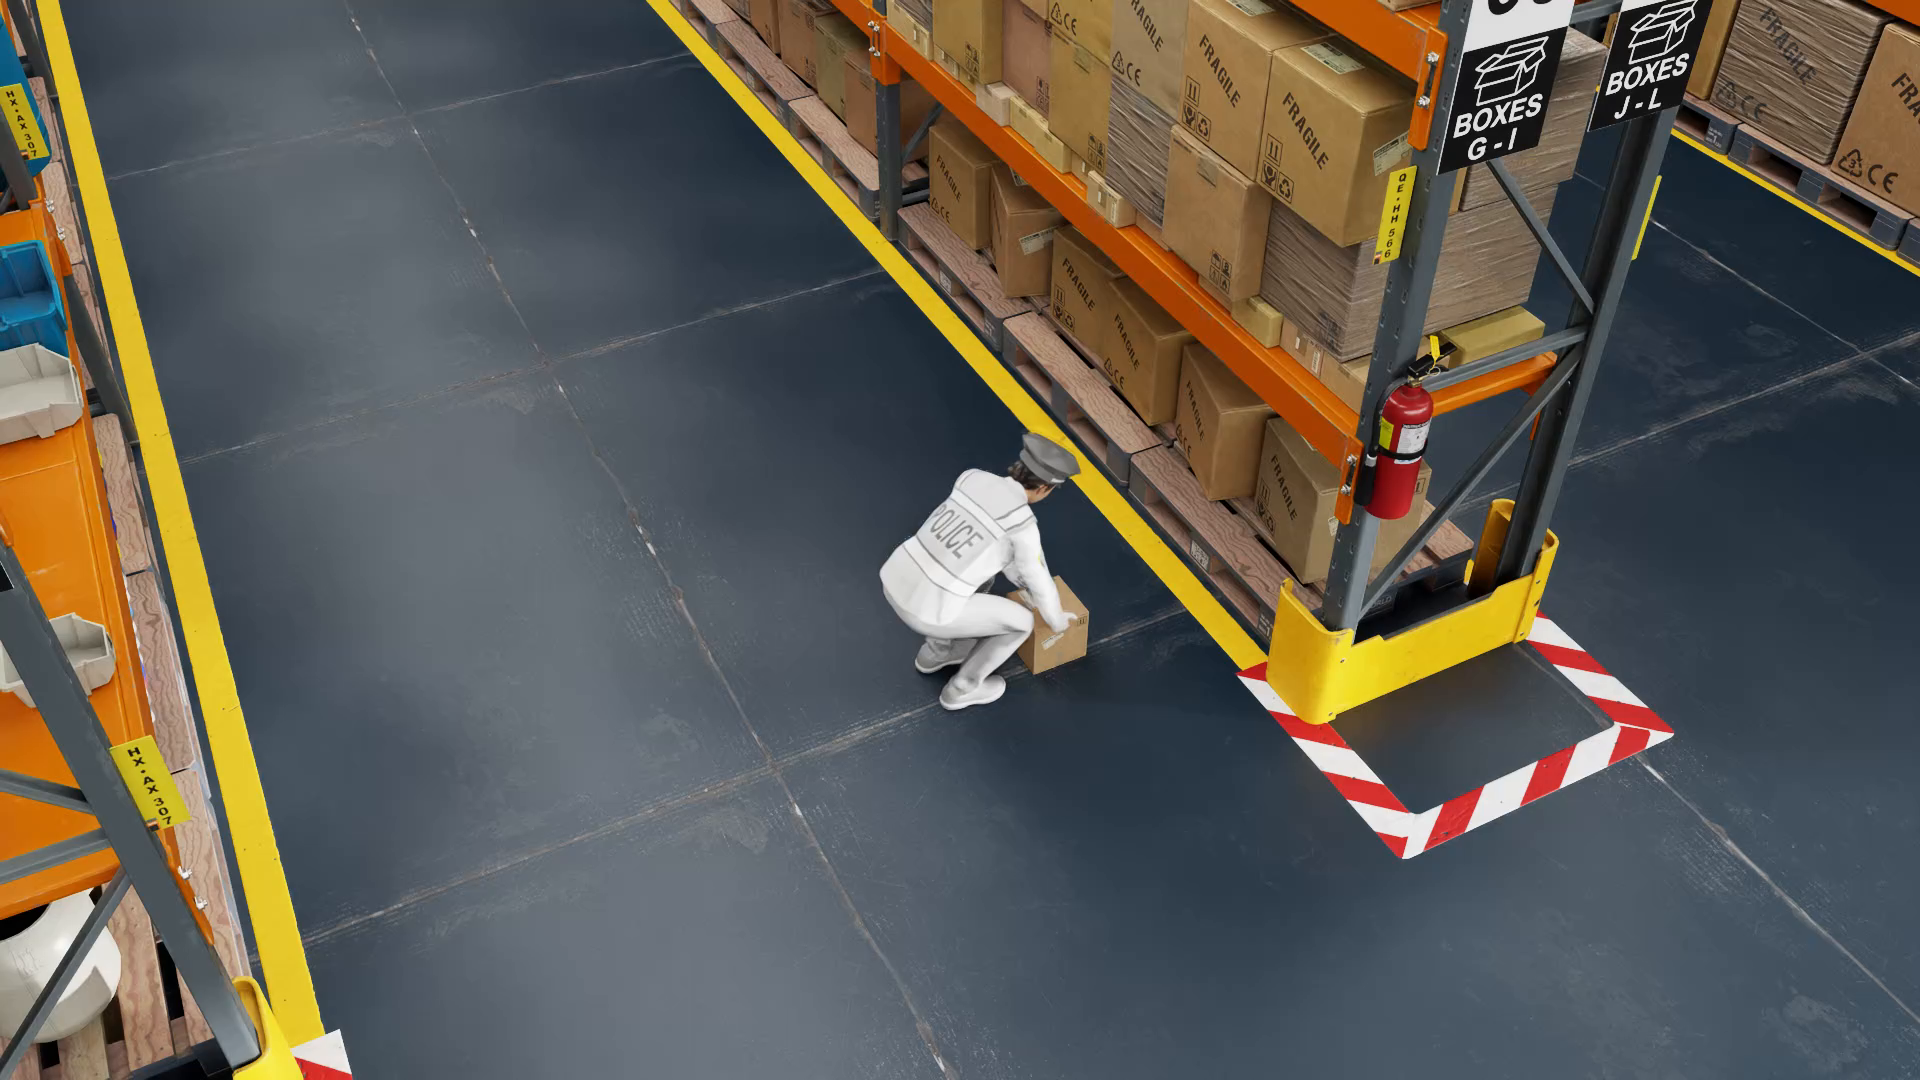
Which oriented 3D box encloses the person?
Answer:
[{"bbox_3d":[0.085,0.117,6.495,0.831,1.050,0.502,-19,45,-20],"label":"person"}]
